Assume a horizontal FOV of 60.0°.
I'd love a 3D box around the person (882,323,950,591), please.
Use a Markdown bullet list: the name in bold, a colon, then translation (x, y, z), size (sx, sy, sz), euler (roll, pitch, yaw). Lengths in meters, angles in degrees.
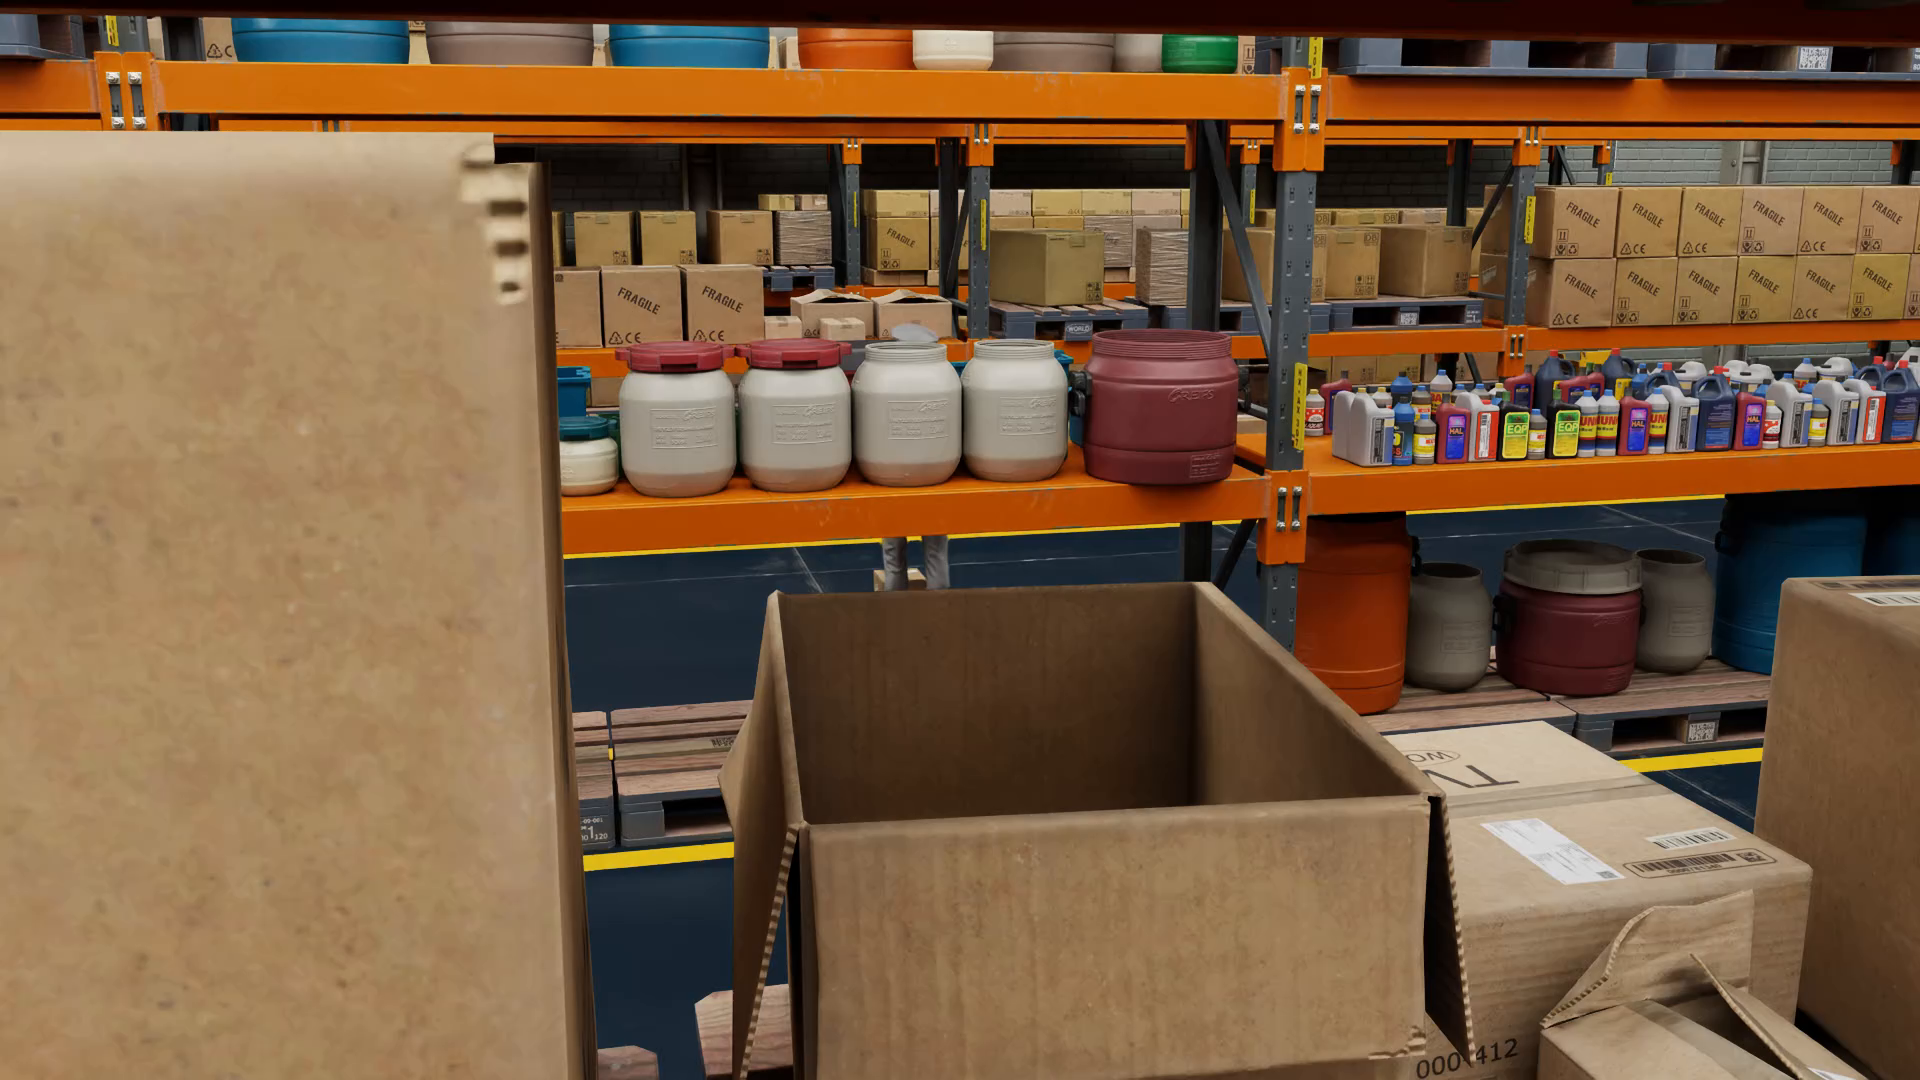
- **person**: translation (-0.238, -0.280, 8.673), size (0.462, 1.691, 0.362), euler (-3, 13, -12)
